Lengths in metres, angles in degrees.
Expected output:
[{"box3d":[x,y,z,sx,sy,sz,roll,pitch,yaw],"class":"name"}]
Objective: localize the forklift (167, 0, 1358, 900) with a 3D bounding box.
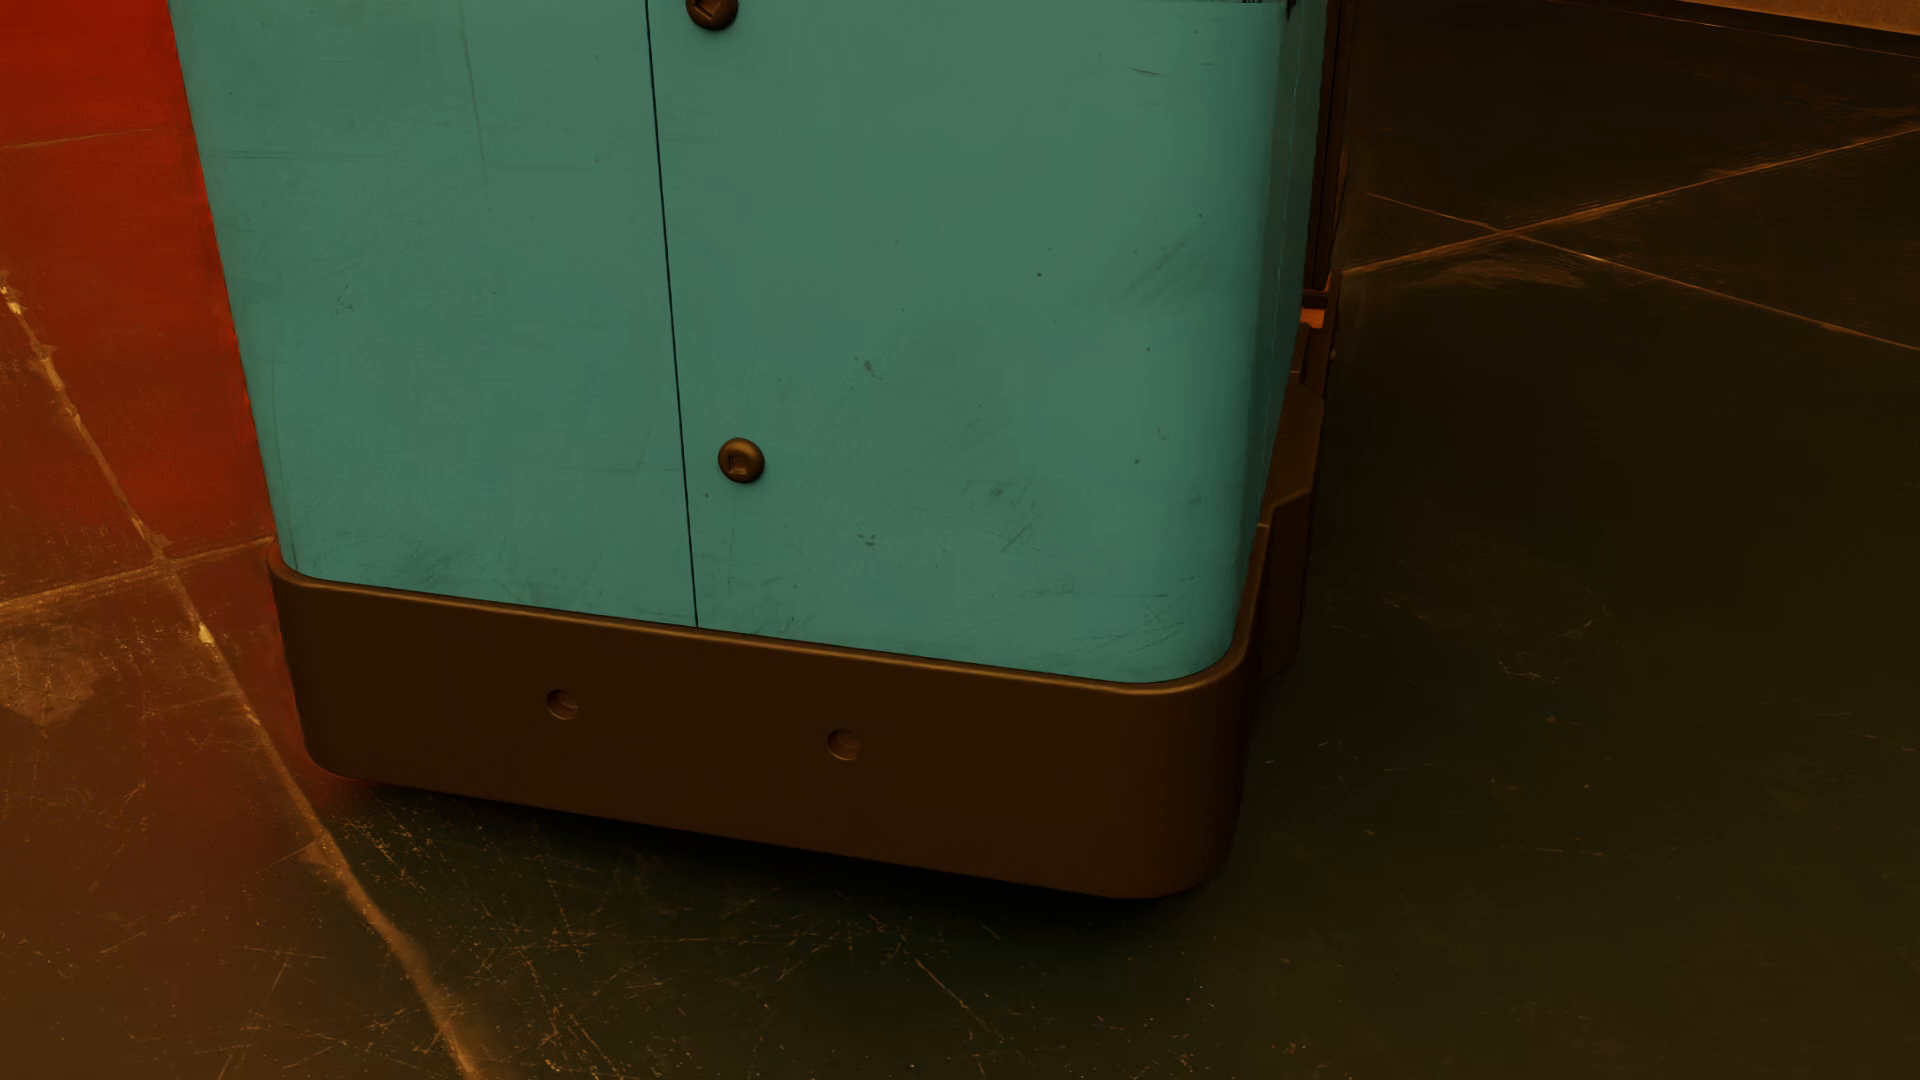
[{"box3d":[0.109,-1.597,2.415,1.130,2.935,3.031,6,27,13],"class":"forklift"}]
